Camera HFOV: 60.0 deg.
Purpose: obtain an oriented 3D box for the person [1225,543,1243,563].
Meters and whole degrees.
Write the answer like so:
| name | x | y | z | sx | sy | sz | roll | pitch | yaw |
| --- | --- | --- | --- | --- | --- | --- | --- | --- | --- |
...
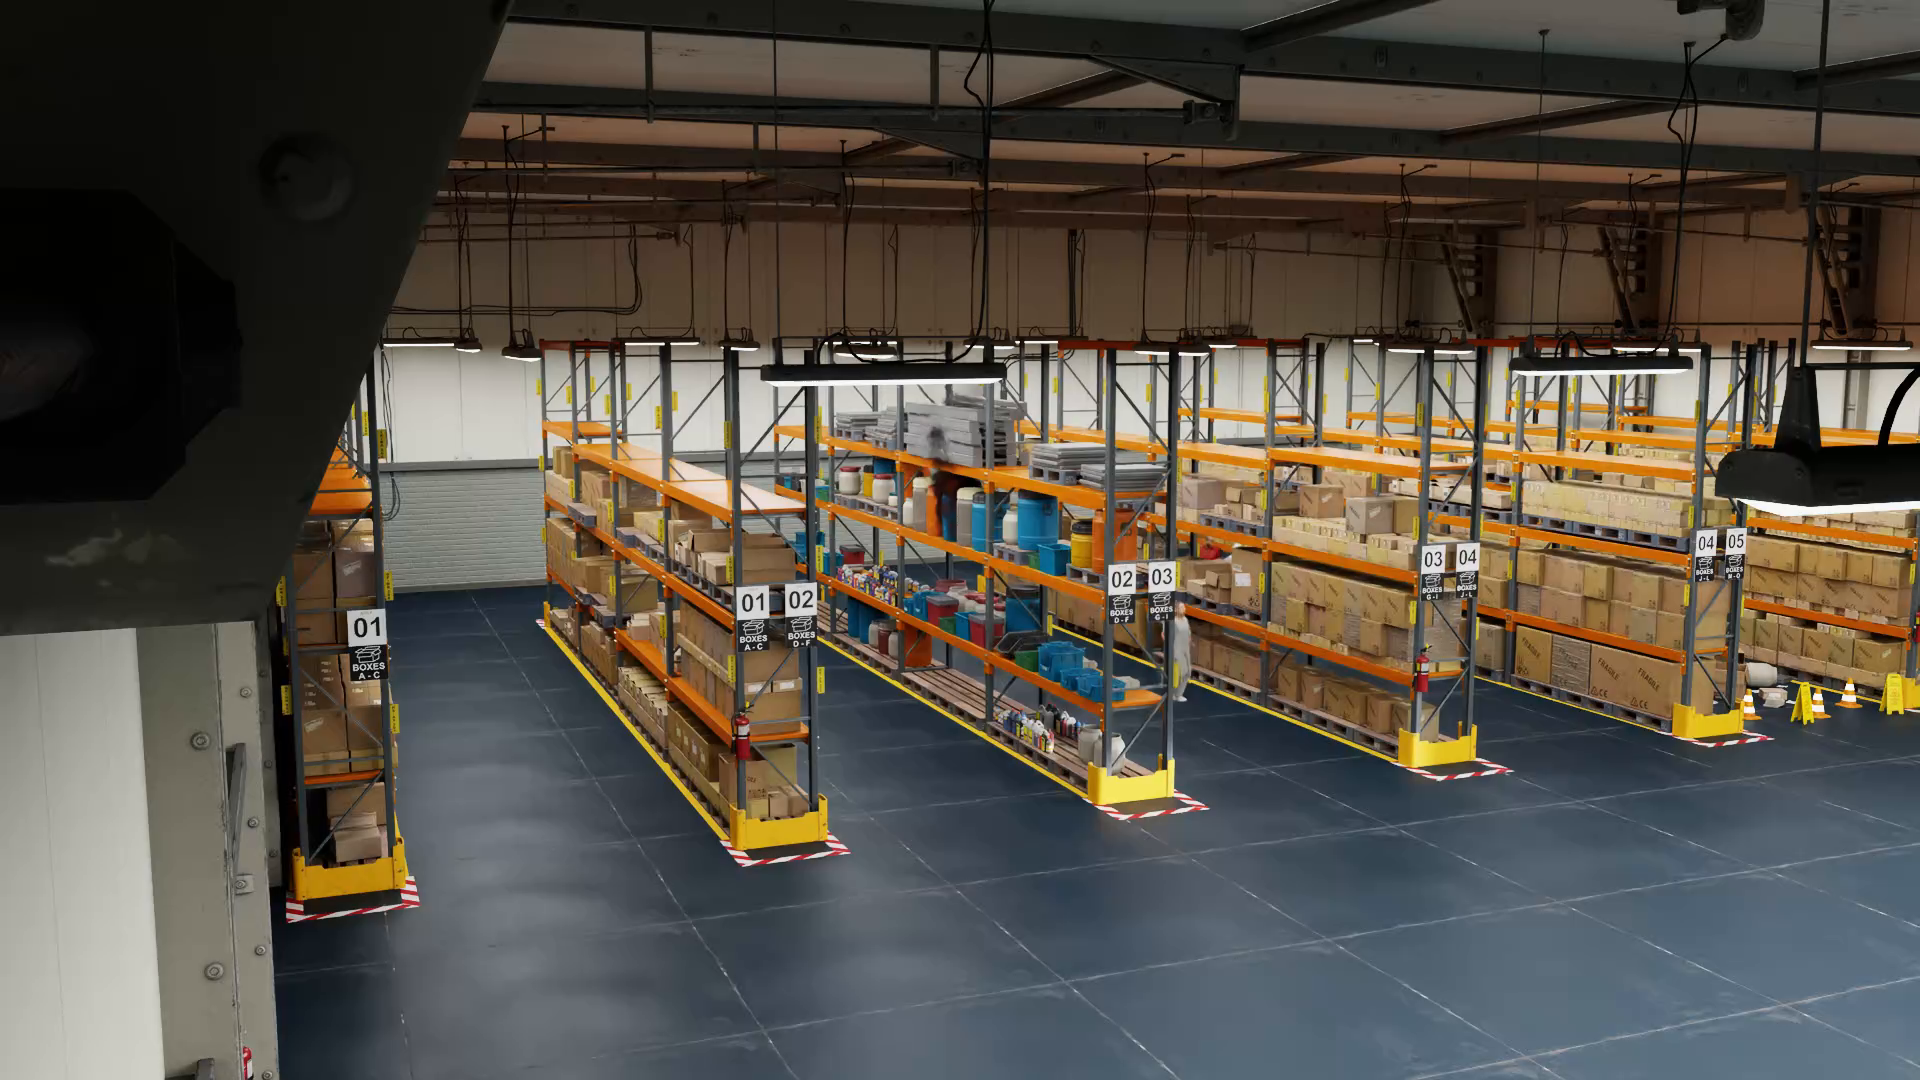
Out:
| name | x | y | z | sx | sy | sz | roll | pitch | yaw |
| --- | --- | --- | --- | --- | --- | --- | --- | --- | --- |
| person | 5.876 | 0.914 | 35.135 | 0.700 | 1.728 | 0.591 | -3 | 8 | -21 |

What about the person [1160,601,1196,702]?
| name | x | y | z | sx | sy | sz | roll | pitch | yaw |
| --- | --- | --- | --- | --- | --- | --- | --- | --- | --- |
| person | 3.504 | 1.774 | 26.641 | 0.564 | 1.628 | 0.569 | -5 | 9 | -36 |

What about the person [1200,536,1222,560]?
| name | x | y | z | sx | sy | sz | roll | pitch | yaw |
| --- | --- | --- | --- | --- | --- | --- | --- | --- | --- |
| person | 5.408 | 0.767 | 36.437 | 0.636 | 1.783 | 0.826 | -2 | 8 | -17 |
